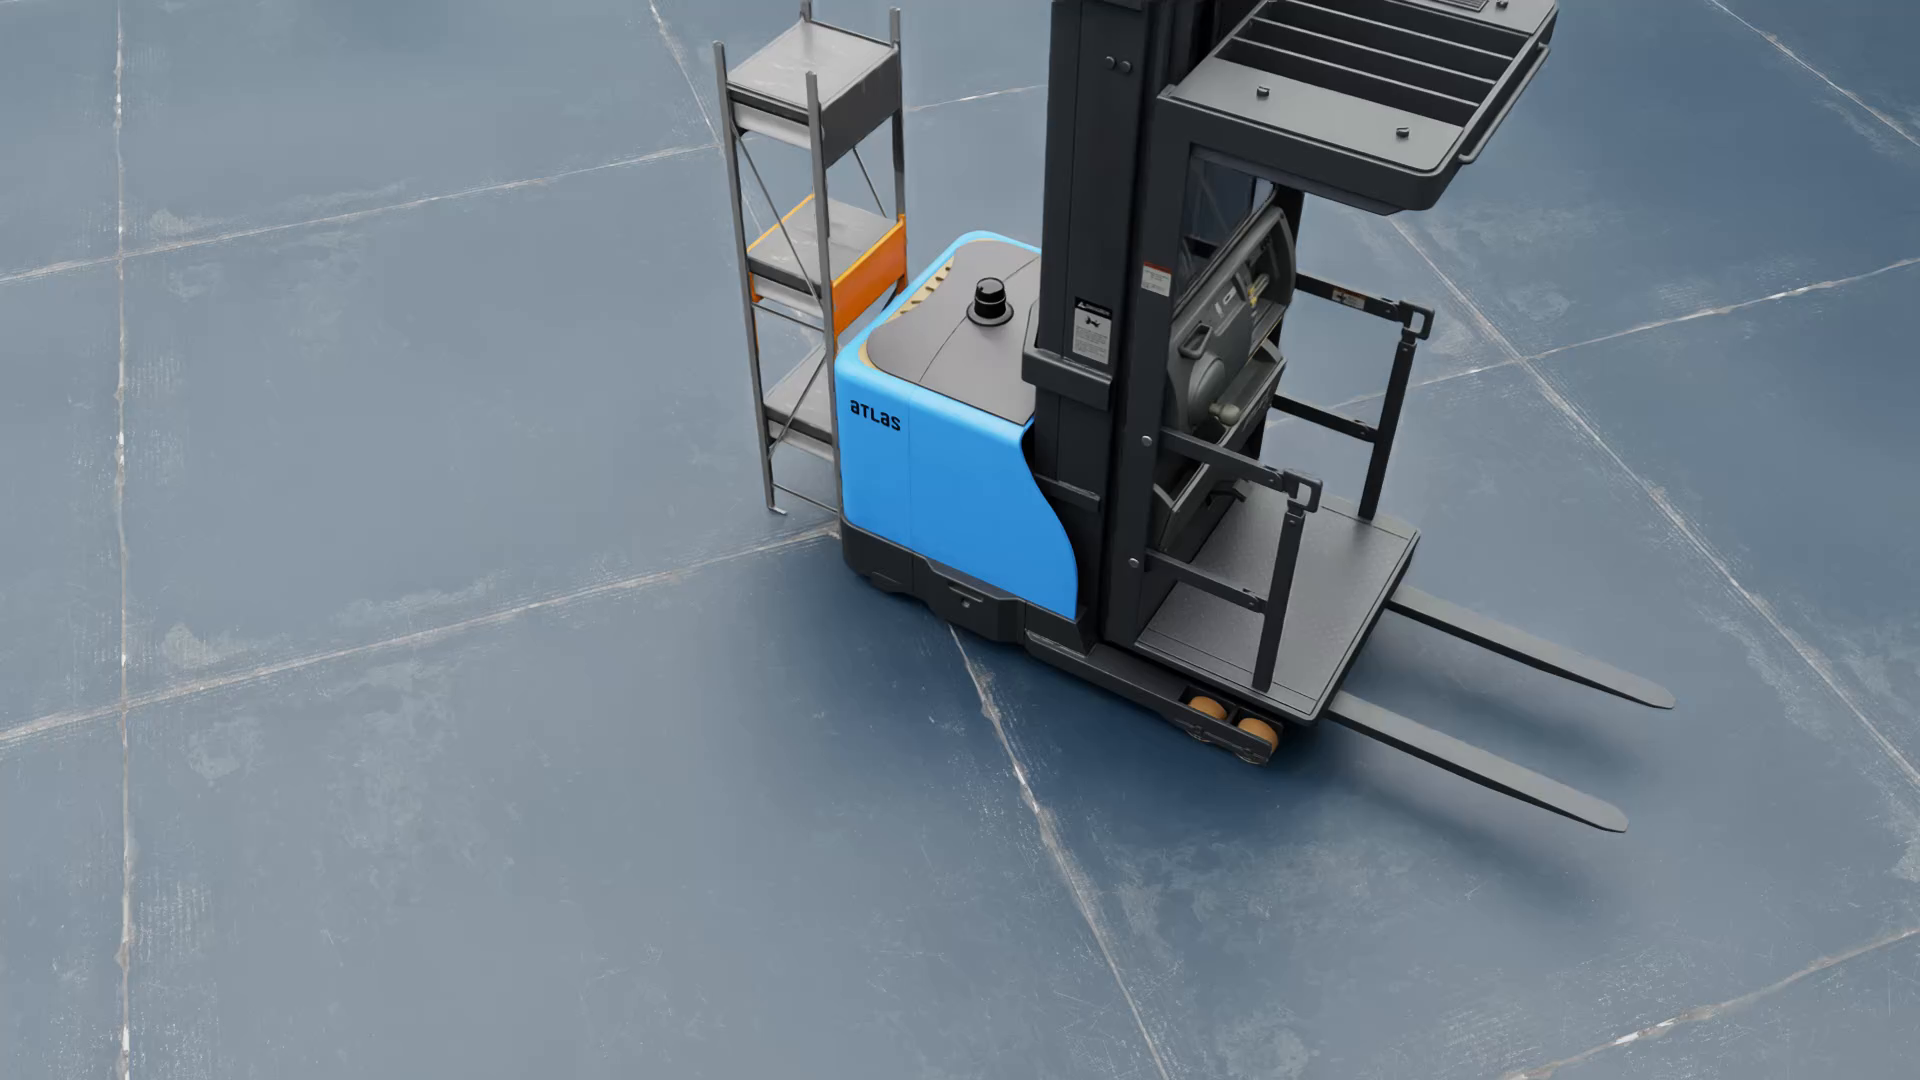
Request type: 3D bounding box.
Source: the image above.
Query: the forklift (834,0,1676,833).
[{"bbox_3d":[1.065,-0.669,5.347,3.031,2.935,1.130,23,49,21],"label":"forklift"}]

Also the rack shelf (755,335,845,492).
[{"bbox_3d":[-0.500,-0.450,6.723,0.431,0.518,0.480,23,50,21],"label":"rack shelf"}]

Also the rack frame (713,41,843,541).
[{"bbox_3d":[-0.627,-0.805,6.070,0.400,2.100,0.015,23,50,21],"label":"rack frame"}]

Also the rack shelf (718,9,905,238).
[{"bbox_3d":[-0.501,-1.437,5.731,0.431,0.518,0.480,23,50,21],"label":"rack shelf"}]

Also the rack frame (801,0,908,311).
[{"bbox_3d":[-0.375,-1.101,6.364,0.400,2.100,0.015,23,50,21],"label":"rack frame"}]

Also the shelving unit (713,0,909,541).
[{"bbox_3d":[-0.501,-0.953,6.217,0.431,2.100,0.503,23,50,21],"label":"shelving unit"}]

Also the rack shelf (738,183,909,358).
[{"bbox_3d":[-0.501,-0.944,6.227,0.431,0.518,0.480,23,50,21],"label":"rack shelf"}]
